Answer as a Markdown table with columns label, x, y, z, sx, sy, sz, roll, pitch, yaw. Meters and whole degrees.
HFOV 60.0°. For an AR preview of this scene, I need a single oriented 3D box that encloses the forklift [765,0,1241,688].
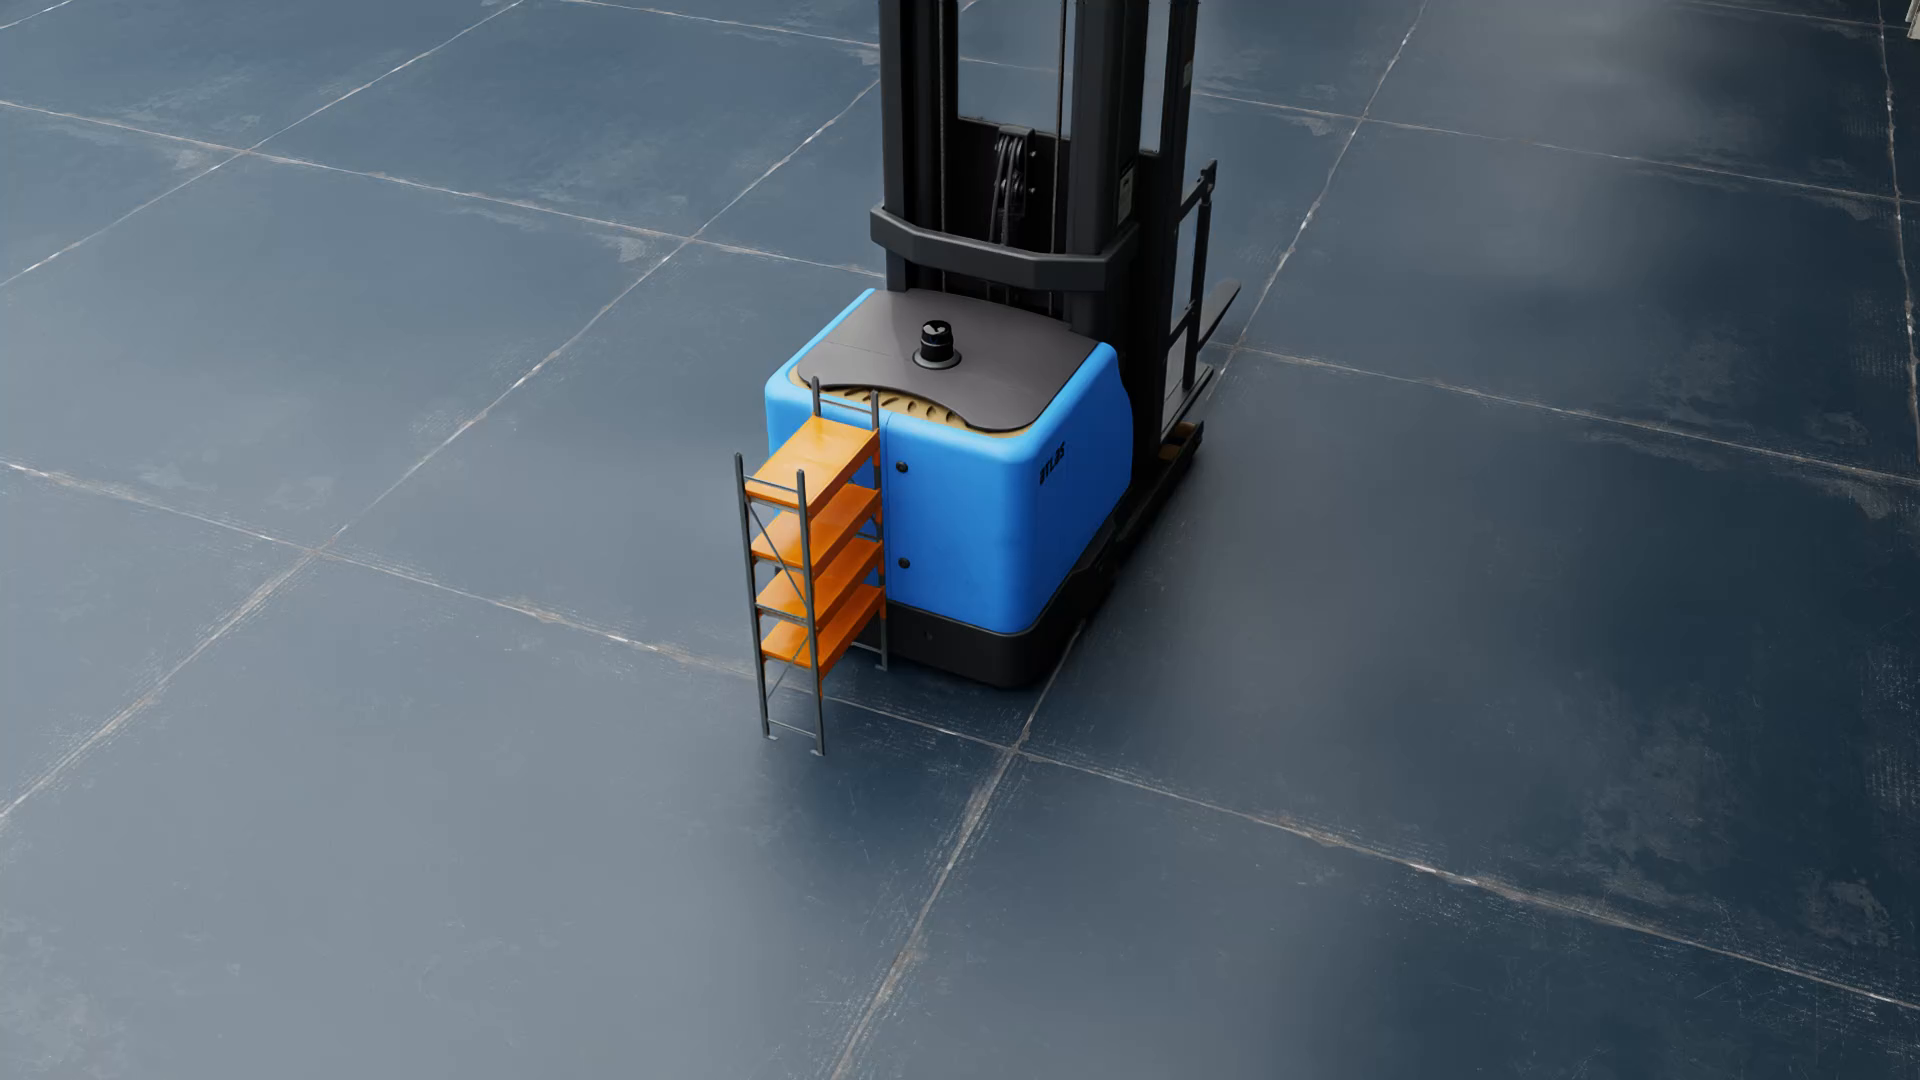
| label | x | y | z | sx | sy | sz | roll | pitch | yaw |
| --- | --- | --- | --- | --- | --- | --- | --- | --- | --- |
| forklift | 0.403 | -1.521 | 6.337 | 1.130 | 2.935 | 3.031 | 16 | 40 | 20 |

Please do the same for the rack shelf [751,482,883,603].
| label | x | y | z | sx | sy | sz | roll | pitch | yaw |
| --- | --- | --- | --- | --- | --- | --- | --- | --- | --- |
| rack shelf | -0.478 | -0.019 | 5.508 | 0.258 | 0.148 | 0.480 | 16 | 40 | 20 |

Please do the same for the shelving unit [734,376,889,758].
| label | x | y | z | sx | sy | sz | roll | pitch | yaw |
| --- | --- | --- | --- | --- | --- | --- | --- | --- | --- |
| shelving unit | -0.477 | 0.106 | 5.602 | 0.258 | 1.200 | 0.503 | 16 | 40 | 20 |

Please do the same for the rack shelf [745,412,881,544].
| label | x | y | z | sx | sy | sz | roll | pitch | yaw |
| --- | --- | --- | --- | --- | --- | --- | --- | --- | --- |
| rack shelf | -0.479 | -0.207 | 5.365 | 0.258 | 0.148 | 0.480 | 16 | 40 | 20 |

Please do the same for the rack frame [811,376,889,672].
| label | x | y | z | sx | sy | sz | roll | pitch | yaw |
| --- | --- | --- | --- | --- | --- | --- | --- | --- | --- |
| rack frame | -0.374 | -0.028 | 5.778 | 0.240 | 1.200 | 0.015 | 16 | 40 | 20 |

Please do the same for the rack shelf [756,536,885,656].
| label | x | y | z | sx | sy | sz | roll | pitch | yaw |
| --- | --- | --- | --- | --- | --- | --- | --- | --- | --- |
| rack shelf | -0.477 | 0.159 | 5.643 | 0.258 | 0.148 | 0.480 | 16 | 40 | 20 |

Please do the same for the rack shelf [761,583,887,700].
| label | x | y | z | sx | sy | sz | roll | pitch | yaw |
| --- | --- | --- | --- | --- | --- | --- | --- | --- | --- |
| rack shelf | -0.476 | 0.318 | 5.763 | 0.258 | 0.148 | 0.480 | 16 | 40 | 20 |

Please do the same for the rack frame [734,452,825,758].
| label | x | y | z | sx | sy | sz | roll | pitch | yaw |
| --- | --- | --- | --- | --- | --- | --- | --- | --- | --- |
| rack frame | -0.581 | 0.240 | 5.427 | 0.240 | 1.200 | 0.015 | 16 | 40 | 20 |
